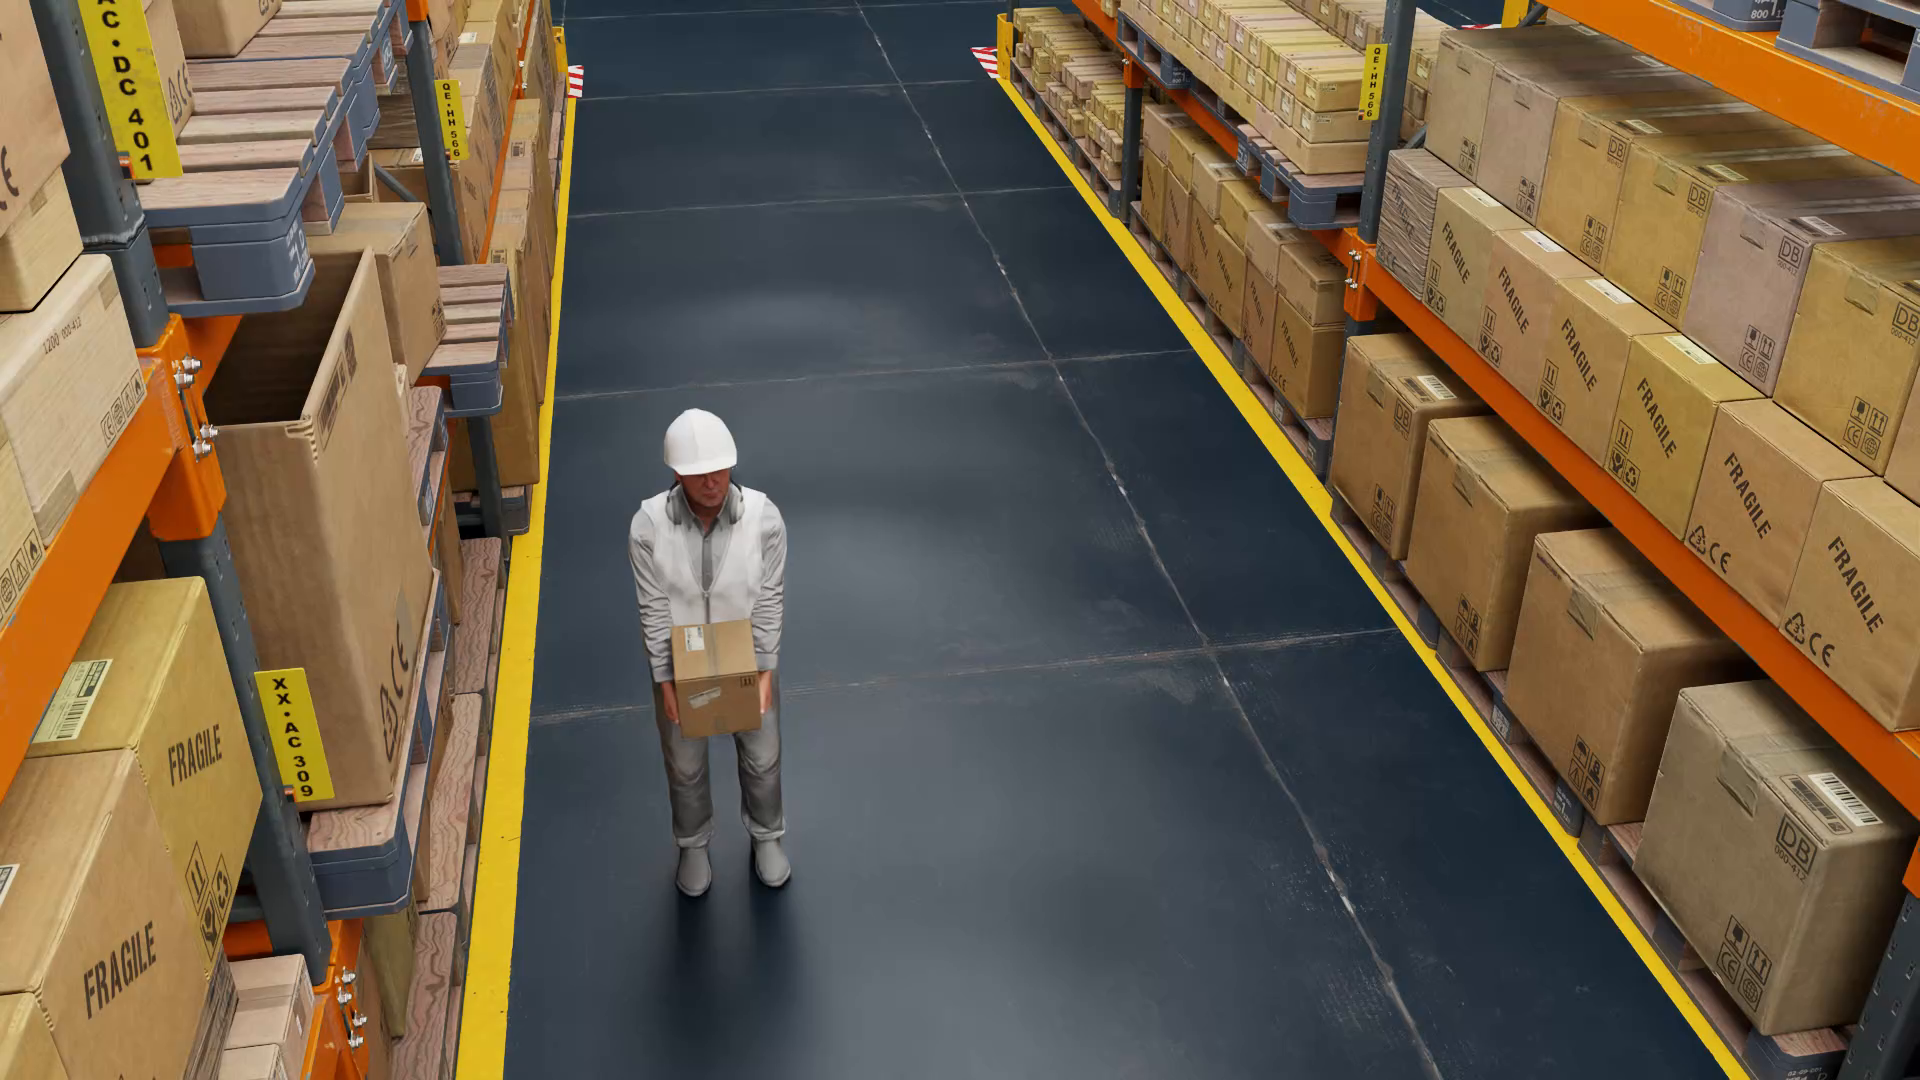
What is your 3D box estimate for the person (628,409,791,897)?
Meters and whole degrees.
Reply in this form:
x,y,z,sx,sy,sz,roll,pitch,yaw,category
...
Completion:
x,y,z,sx,sy,sz,roll,pitch,yaw,category
-0.780,0.420,5.398,0.494,1.772,0.563,-6,31,-10,person
